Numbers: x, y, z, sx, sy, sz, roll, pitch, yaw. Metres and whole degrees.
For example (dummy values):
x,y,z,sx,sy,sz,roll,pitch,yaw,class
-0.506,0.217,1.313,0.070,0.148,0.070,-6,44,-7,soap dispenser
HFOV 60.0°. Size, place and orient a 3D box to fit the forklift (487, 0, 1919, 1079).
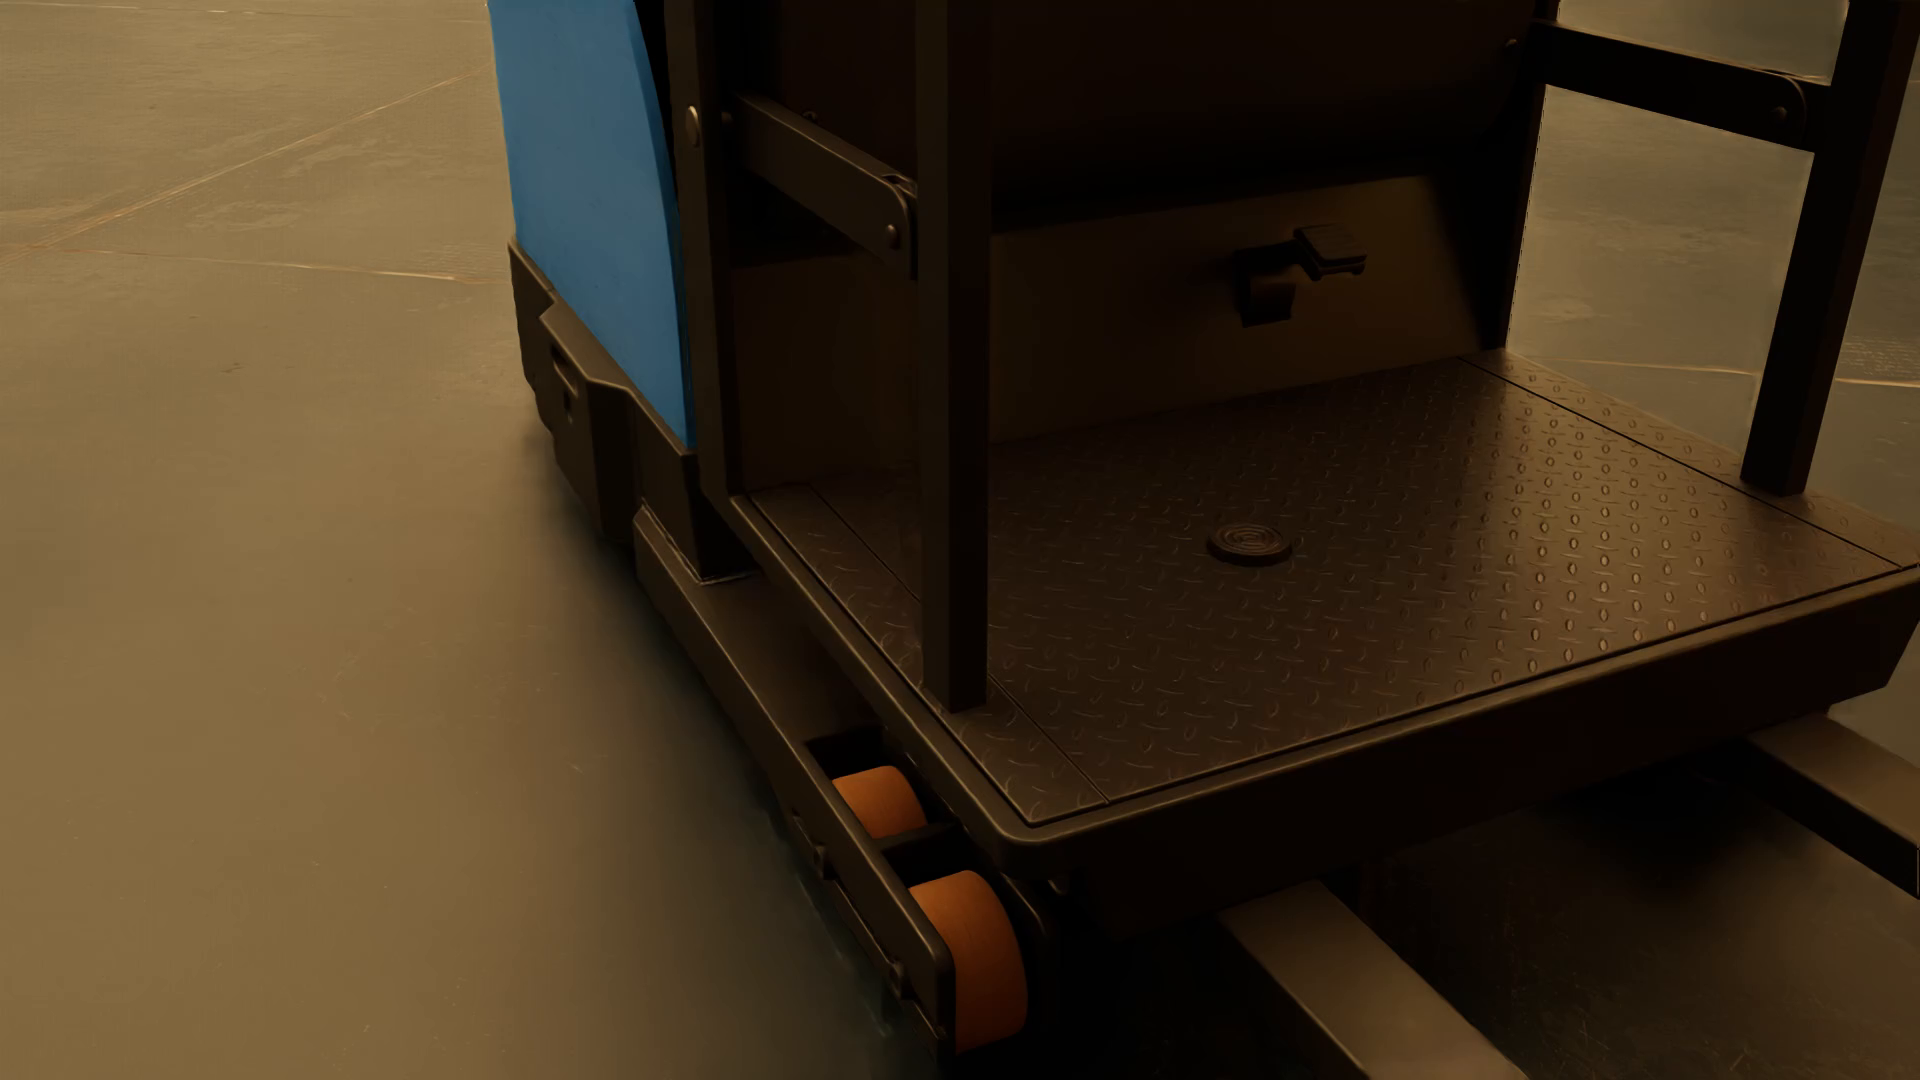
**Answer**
x,y,z,sx,sy,sz,roll,pitch,yaw,class
0.325,-1.056,1.340,1.130,2.935,3.031,-12,29,-23,forklift
